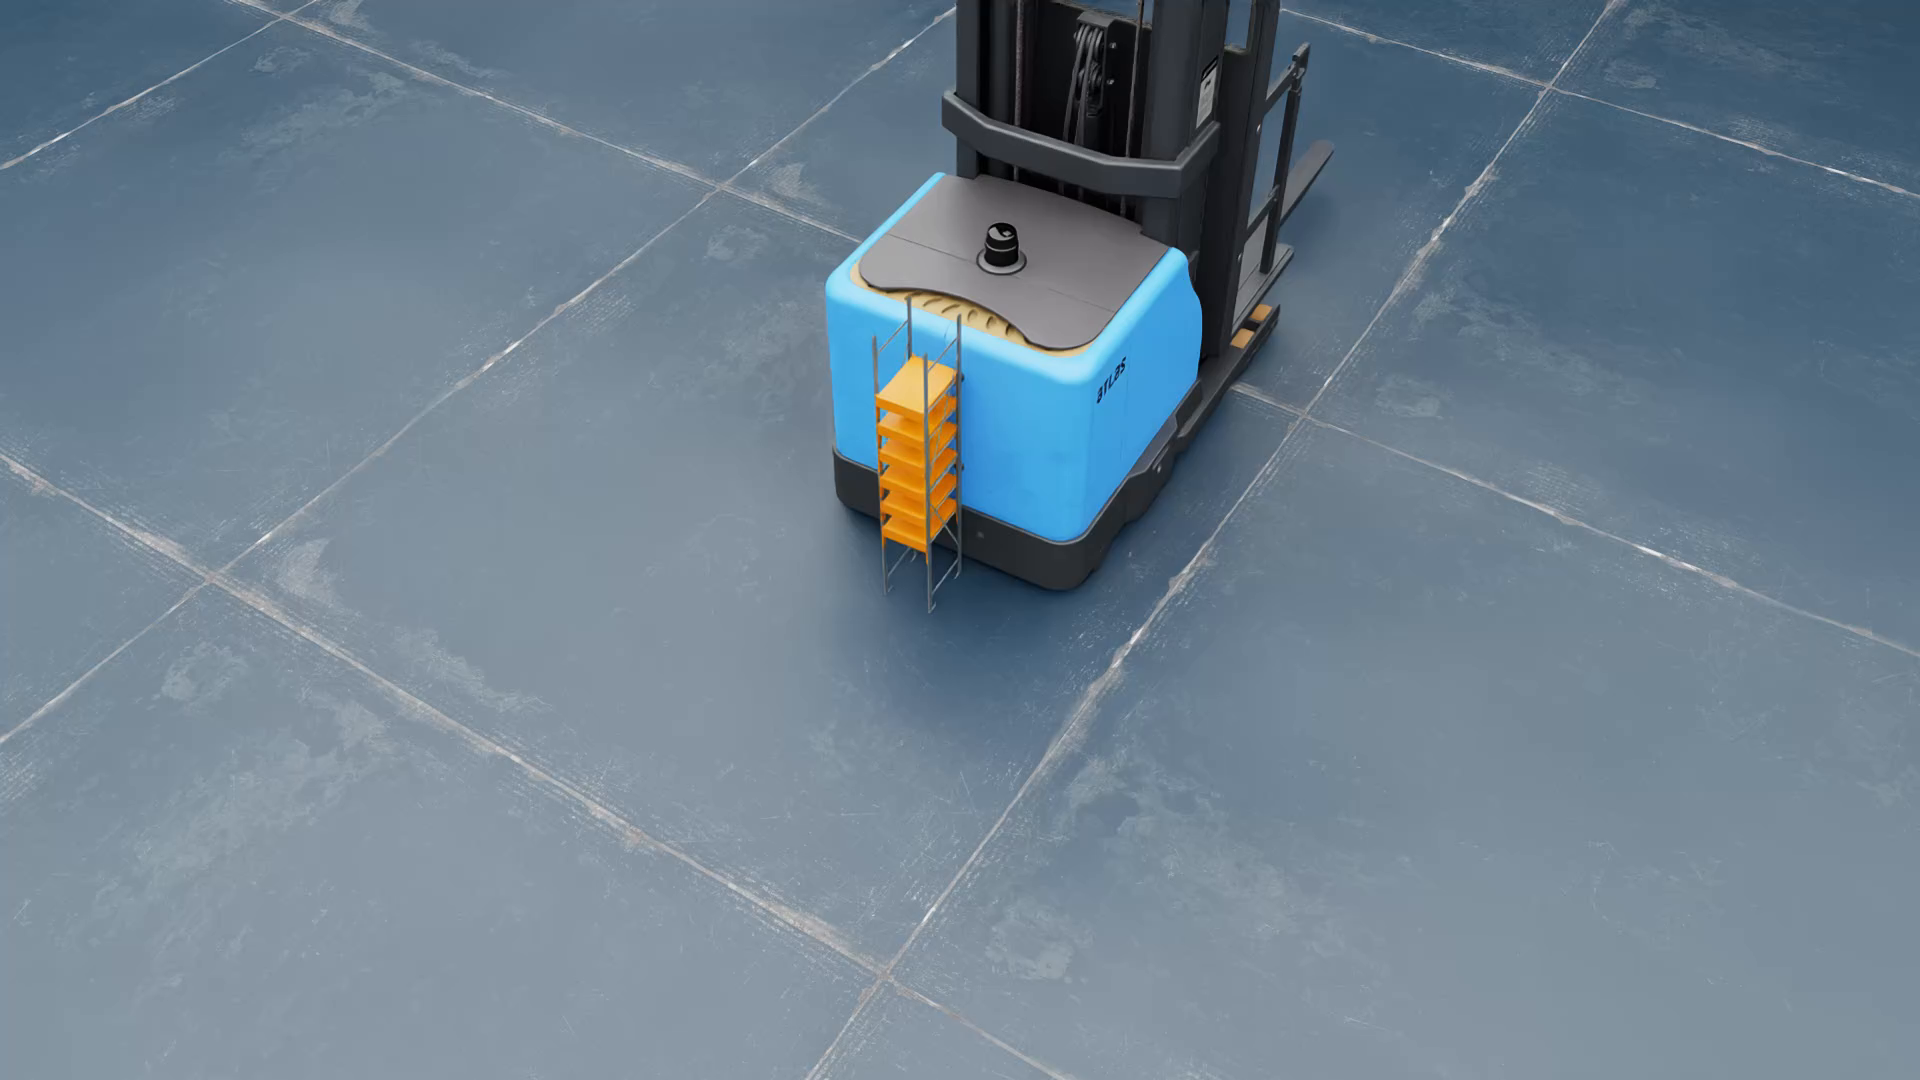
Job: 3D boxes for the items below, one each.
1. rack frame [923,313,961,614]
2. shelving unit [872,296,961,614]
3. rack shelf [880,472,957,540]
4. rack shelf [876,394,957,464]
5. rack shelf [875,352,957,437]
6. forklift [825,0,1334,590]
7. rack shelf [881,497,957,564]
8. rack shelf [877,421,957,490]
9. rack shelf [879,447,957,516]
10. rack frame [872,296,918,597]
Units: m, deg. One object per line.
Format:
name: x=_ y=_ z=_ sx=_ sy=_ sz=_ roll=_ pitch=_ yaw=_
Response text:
rack frame: x=-0.055 y=-0.226 z=5.633 sx=0.006 sy=1.200 sz=0.240 roll=21 pitch=50 yaw=19
shelving unit: x=-0.136 y=-0.258 z=5.664 sx=0.189 sy=1.200 sz=0.258 roll=21 pitch=50 yaw=19
rack shelf: x=-0.136 y=-0.143 z=5.782 sx=0.180 sy=0.103 sz=0.258 roll=21 pitch=50 yaw=19
rack shelf: x=-0.136 y=-0.394 z=5.524 sx=0.180 sy=0.103 sz=0.258 roll=21 pitch=50 yaw=19
rack shelf: x=-0.136 y=-0.478 z=5.437 sx=0.180 sy=0.103 sz=0.258 roll=21 pitch=50 yaw=19
forklift: x=0.696 y=-1.890 z=6.043 sx=1.130 sy=2.935 sz=3.031 roll=22 pitch=50 yaw=20
rack shelf: x=-0.136 y=-0.059 z=5.868 sx=0.180 sy=0.103 sz=0.258 roll=21 pitch=50 yaw=19
rack shelf: x=-0.136 y=-0.310 z=5.610 sx=0.180 sy=0.103 sz=0.258 roll=21 pitch=50 yaw=19
rack shelf: x=-0.136 y=-0.227 z=5.696 sx=0.180 sy=0.103 sz=0.258 roll=21 pitch=50 yaw=19
rack frame: x=-0.216 y=-0.289 z=5.694 sx=0.006 sy=1.200 sz=0.240 roll=21 pitch=50 yaw=19
